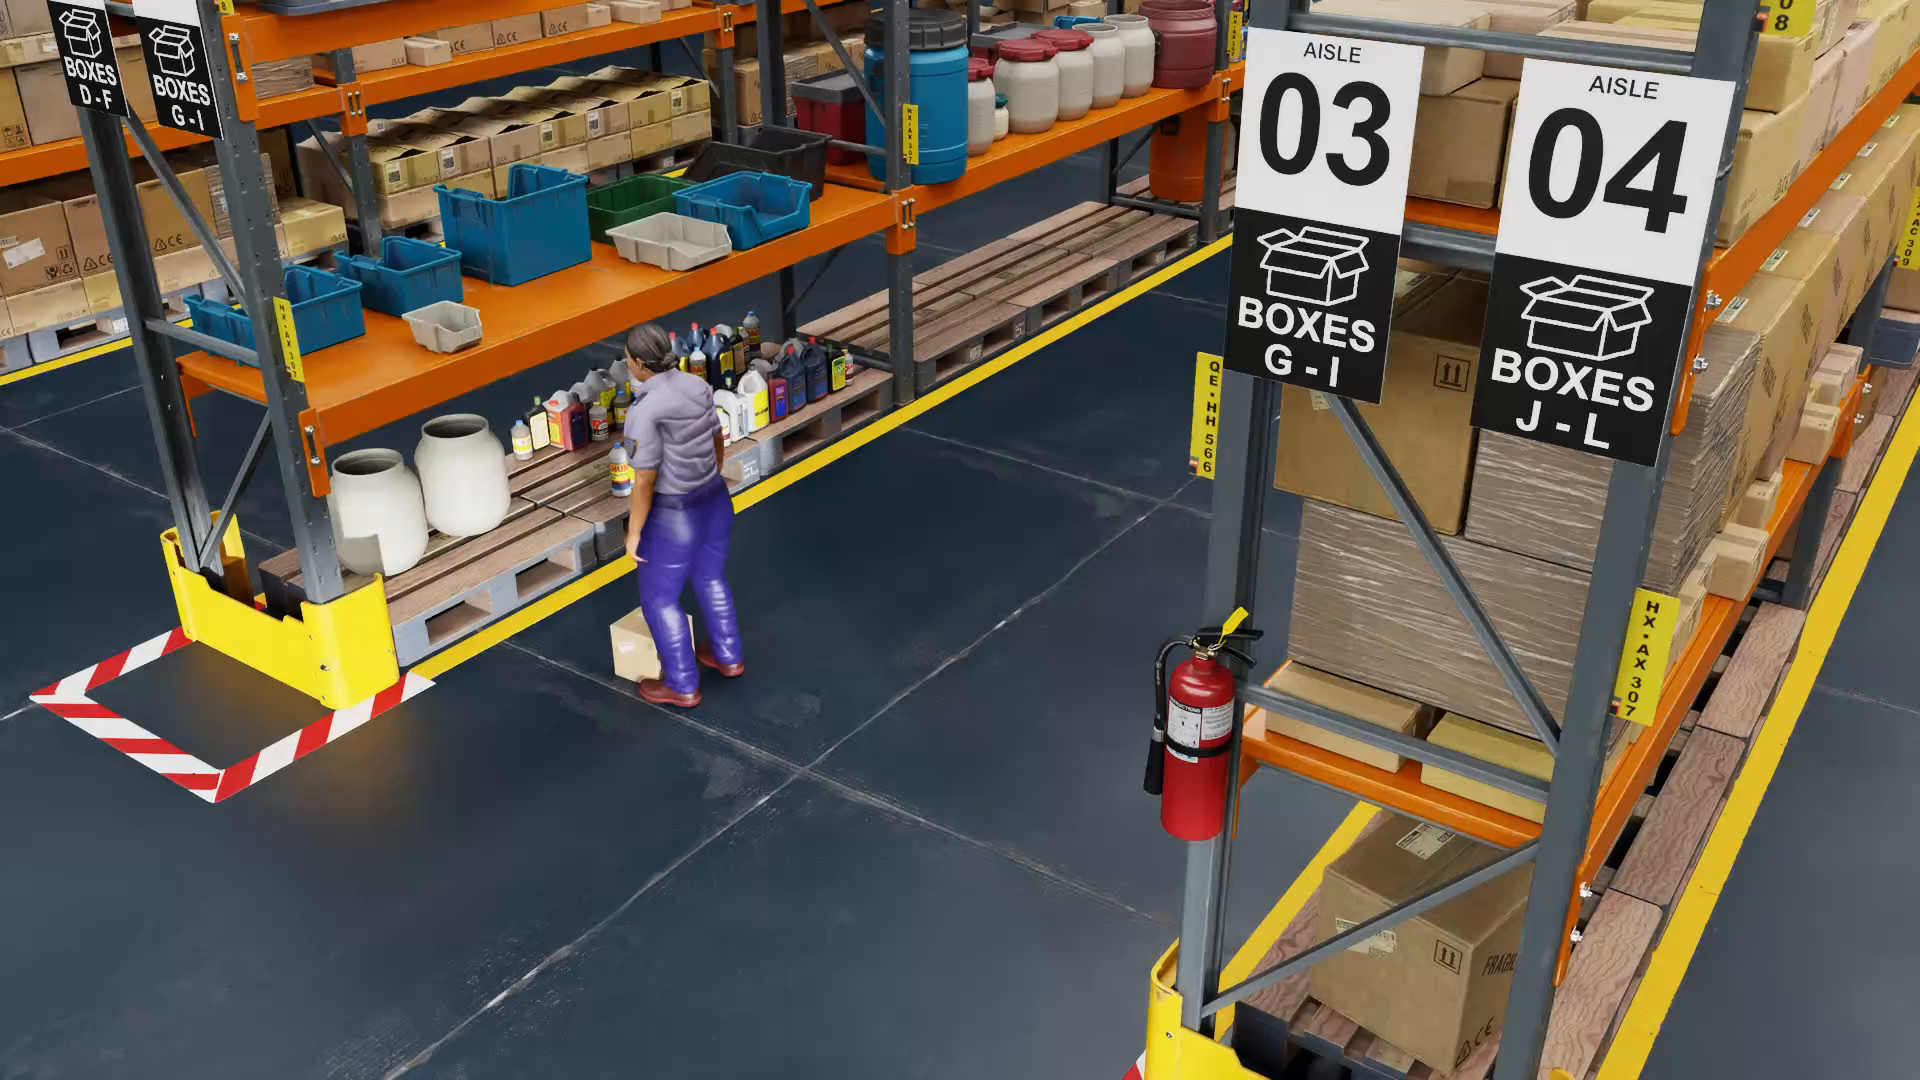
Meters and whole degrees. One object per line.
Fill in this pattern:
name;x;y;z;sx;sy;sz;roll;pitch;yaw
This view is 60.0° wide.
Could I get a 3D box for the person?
person;-1.159;-0.108;6.836;0.331;1.653;0.560;16;31;28
